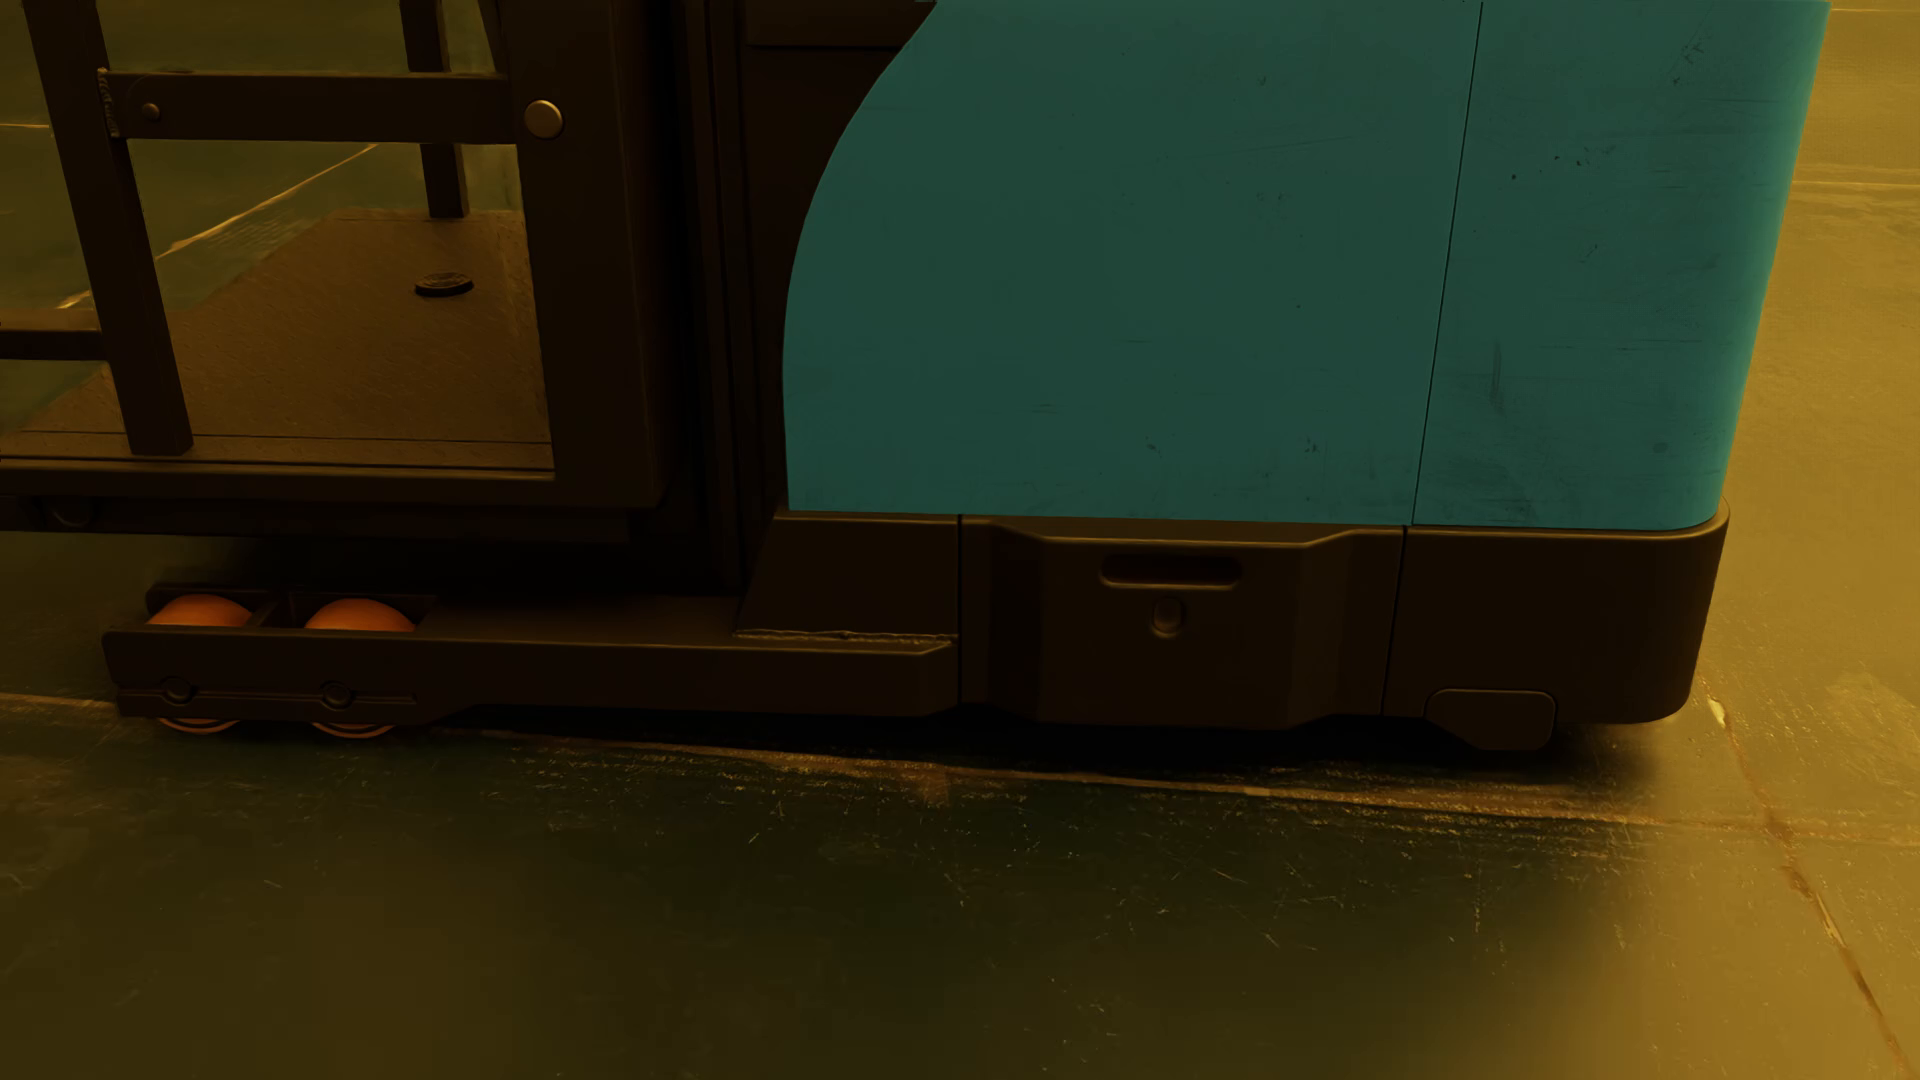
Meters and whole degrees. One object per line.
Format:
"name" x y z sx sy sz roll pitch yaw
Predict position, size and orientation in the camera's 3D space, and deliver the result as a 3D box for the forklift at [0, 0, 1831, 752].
"forklift" -0.616 -1.305 1.832 3.031 2.935 1.130 1 27 3
